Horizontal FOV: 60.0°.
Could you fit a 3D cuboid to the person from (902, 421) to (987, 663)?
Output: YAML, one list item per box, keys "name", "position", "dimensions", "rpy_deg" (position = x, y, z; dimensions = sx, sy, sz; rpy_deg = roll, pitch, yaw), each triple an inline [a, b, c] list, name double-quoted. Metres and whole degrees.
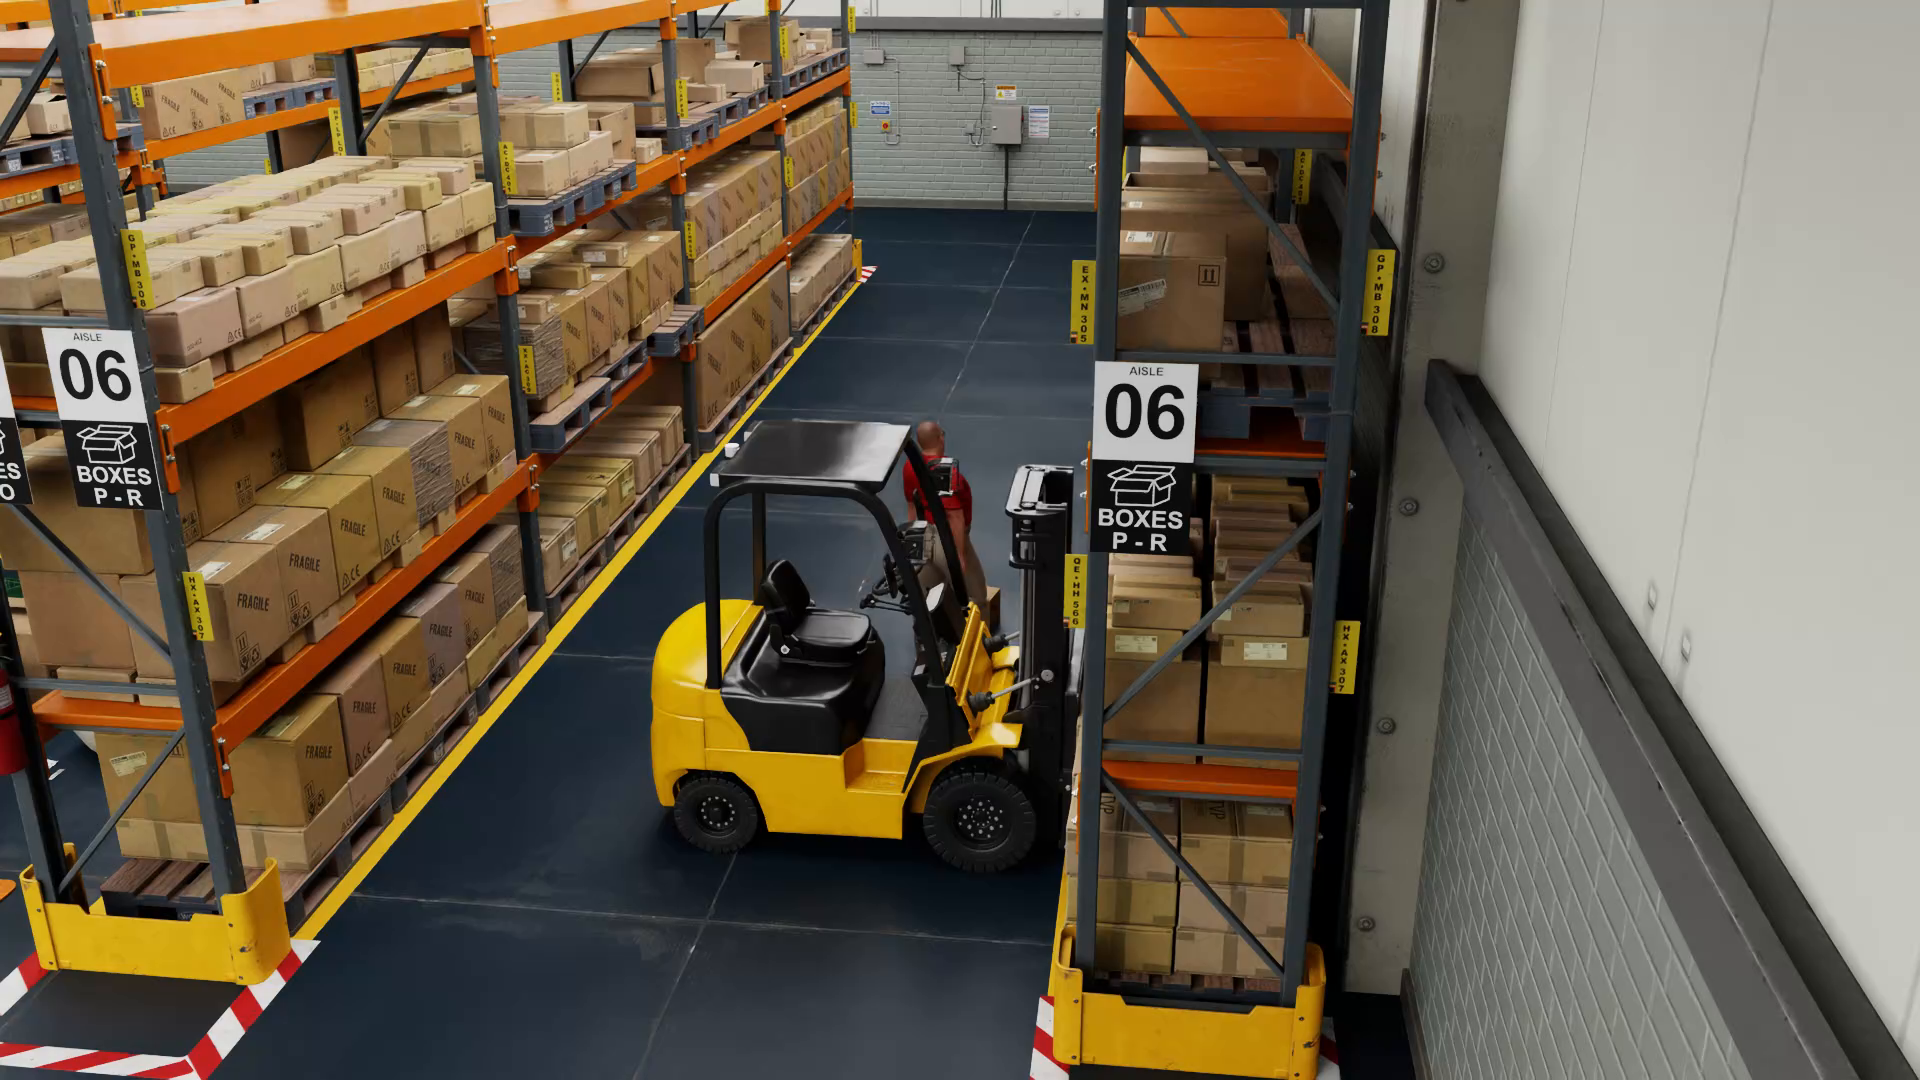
- name: "person"
  position: [-0.143, 0.055, 10.926]
  dimensions: [0.560, 1.727, 0.464]
  rpy_deg: [18, 27, 38]
